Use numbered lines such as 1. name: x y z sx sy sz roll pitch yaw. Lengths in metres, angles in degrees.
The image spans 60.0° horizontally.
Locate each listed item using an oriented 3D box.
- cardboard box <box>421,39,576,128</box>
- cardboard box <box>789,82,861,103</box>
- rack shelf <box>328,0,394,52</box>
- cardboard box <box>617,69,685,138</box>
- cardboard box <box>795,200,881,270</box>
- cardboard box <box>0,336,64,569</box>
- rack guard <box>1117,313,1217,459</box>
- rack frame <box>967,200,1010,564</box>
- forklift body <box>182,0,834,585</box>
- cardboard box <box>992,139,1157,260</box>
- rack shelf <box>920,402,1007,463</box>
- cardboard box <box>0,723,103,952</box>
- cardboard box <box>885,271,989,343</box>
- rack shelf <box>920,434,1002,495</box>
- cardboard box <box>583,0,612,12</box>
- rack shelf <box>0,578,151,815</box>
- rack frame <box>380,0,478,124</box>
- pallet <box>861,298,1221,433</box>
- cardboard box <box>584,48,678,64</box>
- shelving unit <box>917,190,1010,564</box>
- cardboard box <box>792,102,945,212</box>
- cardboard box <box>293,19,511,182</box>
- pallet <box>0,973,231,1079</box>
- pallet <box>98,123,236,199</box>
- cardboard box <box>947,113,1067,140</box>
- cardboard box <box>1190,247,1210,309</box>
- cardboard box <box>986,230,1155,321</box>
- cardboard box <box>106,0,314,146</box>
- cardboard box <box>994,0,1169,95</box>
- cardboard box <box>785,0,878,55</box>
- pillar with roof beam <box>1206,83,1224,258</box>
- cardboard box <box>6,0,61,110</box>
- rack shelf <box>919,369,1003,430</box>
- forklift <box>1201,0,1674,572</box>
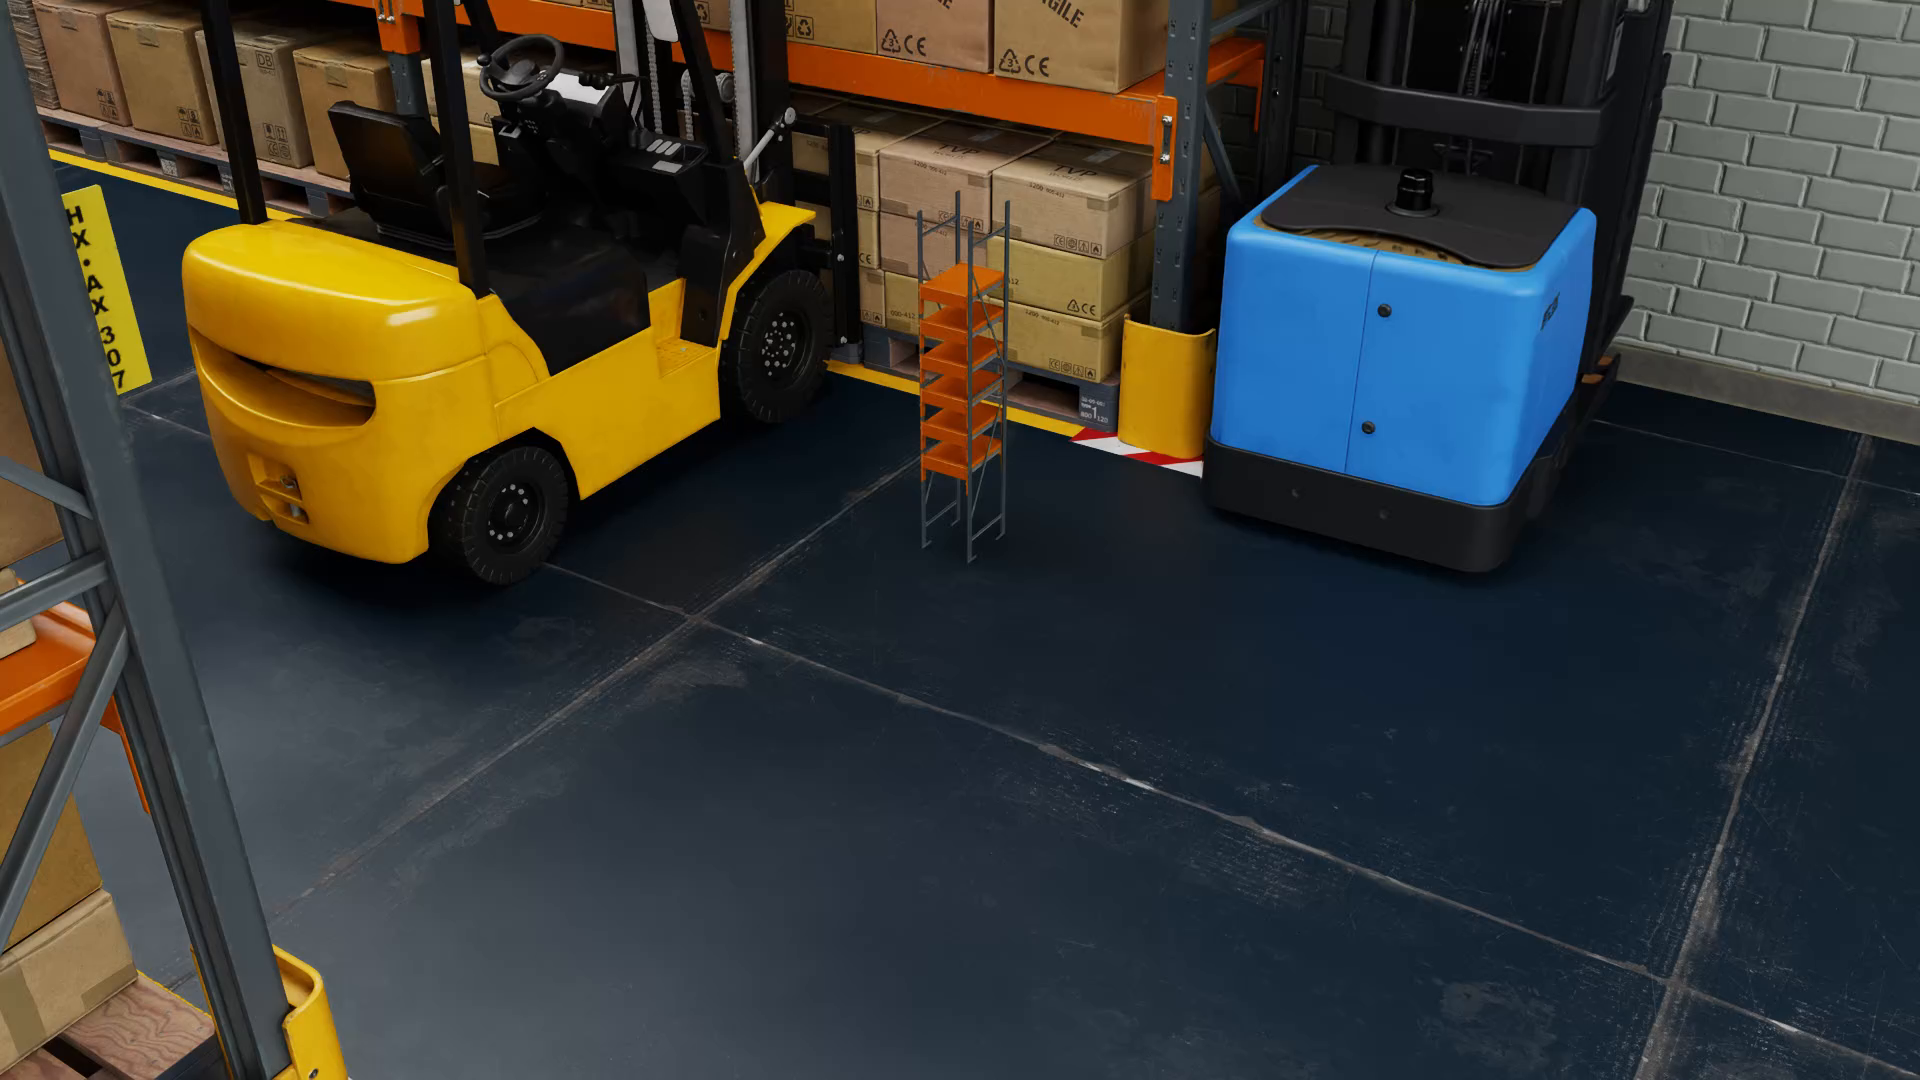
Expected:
1. cardboard box: -2.125 -2.123 7.732 0.500 0.250 0.500 17 34 27
2. cardboard box: -0.560 -1.936 7.411 0.500 0.250 0.500 17 34 26
3. rack shelf: -4.062 -3.186 8.949 4.000 0.370 1.077 18 35 27
4. cardboard box: -1.270 -1.854 7.270 0.500 0.250 0.500 19 35 29
5. cardboard box: -0.426 -1.365 6.928 0.500 0.250 0.500 17 34 26
6. cardboard box: -1.870 -0.187 2.699 0.500 0.500 0.500 17 34 27
7. rack guard: 1.040 -0.803 6.631 0.348 0.500 1.175 18 35 27
8. rack frame: 0.090 -0.490 5.399 0.006 1.200 0.240 18 35 27
9. forklift body: -1.556 -1.252 5.762 1.214 2.155 2.313 18 35 27
10. cardboard box: 0.464 -1.305 6.331 0.500 0.250 0.500 19 35 29
11. rack shelf: 0.012 -0.372 5.524 0.180 0.103 0.258 18 35 27
12. cardboard box: -2.173 0.572 3.360 0.500 0.500 0.500 16 34 26
13. cardboard box: 0.038 -1.012 6.819 0.500 0.250 0.500 18 35 27
14. rack shelf: 0.012 -0.269 5.584 0.180 0.103 0.258 18 35 27
15. cardboard box: -1.252 -2.506 6.970 0.500 0.500 0.500 17 34 27
16. rack shelf: -3.310 0.005 3.479 4.000 0.370 1.077 18 35 27
17. rack frame: -2.368 -2.961 7.849 0.127 3.000 1.000 18 35 27
18. pallet: 0.350 -0.872 7.035 1.213 0.211 1.003 18 35 27
19. cardboard box: -1.411 -2.208 7.878 0.500 0.250 0.500 17 34 27
20. shelving unit: 0.012 -0.514 5.441 0.189 1.200 0.258 18 35 27
21. cardboard box: -0.404 -1.571 6.785 0.500 0.250 0.500 18 35 28
22. cardboard box: -2.816 -2.252 8.573 0.625 0.625 0.875 19 35 29
23. pallet: -2.350 1.181 3.516 1.213 0.211 1.003 18 35 27
24. pallet: -4.050 -2.264 9.421 1.213 0.211 1.003 18 35 27
25. cardboard box: 0.288 -1.657 6.933 0.500 0.250 0.500 18 35 27
26. cardboard box: 0.708 -1.098 6.968 0.500 0.250 0.500 18 35 28
27. cardboard box: 0.441 -1.096 6.468 0.500 0.250 0.500 17 34 27
28. cardboard box: -4.107 -2.664 9.279 0.625 0.625 0.875 16 34 25
29. cardboard box: 0.463 -1.953 6.021 0.500 0.500 0.500 17 34 26
30. cardboard box: -0.405 -2.233 6.501 0.500 0.500 0.500 17 34 26
31. pillar with roof beam: -1.380 -3.215 2.330 0.400 9.000 9.100 18 35 27
32. cardboard box: -5.235 -3.015 9.882 0.625 0.625 0.875 19 35 29
33. rack shelf: 0.012 -0.476 5.463 0.180 0.103 0.258 18 35 27
34. forklift: 2.023 -1.870 6.047 1.130 2.935 3.031 16 34 26
